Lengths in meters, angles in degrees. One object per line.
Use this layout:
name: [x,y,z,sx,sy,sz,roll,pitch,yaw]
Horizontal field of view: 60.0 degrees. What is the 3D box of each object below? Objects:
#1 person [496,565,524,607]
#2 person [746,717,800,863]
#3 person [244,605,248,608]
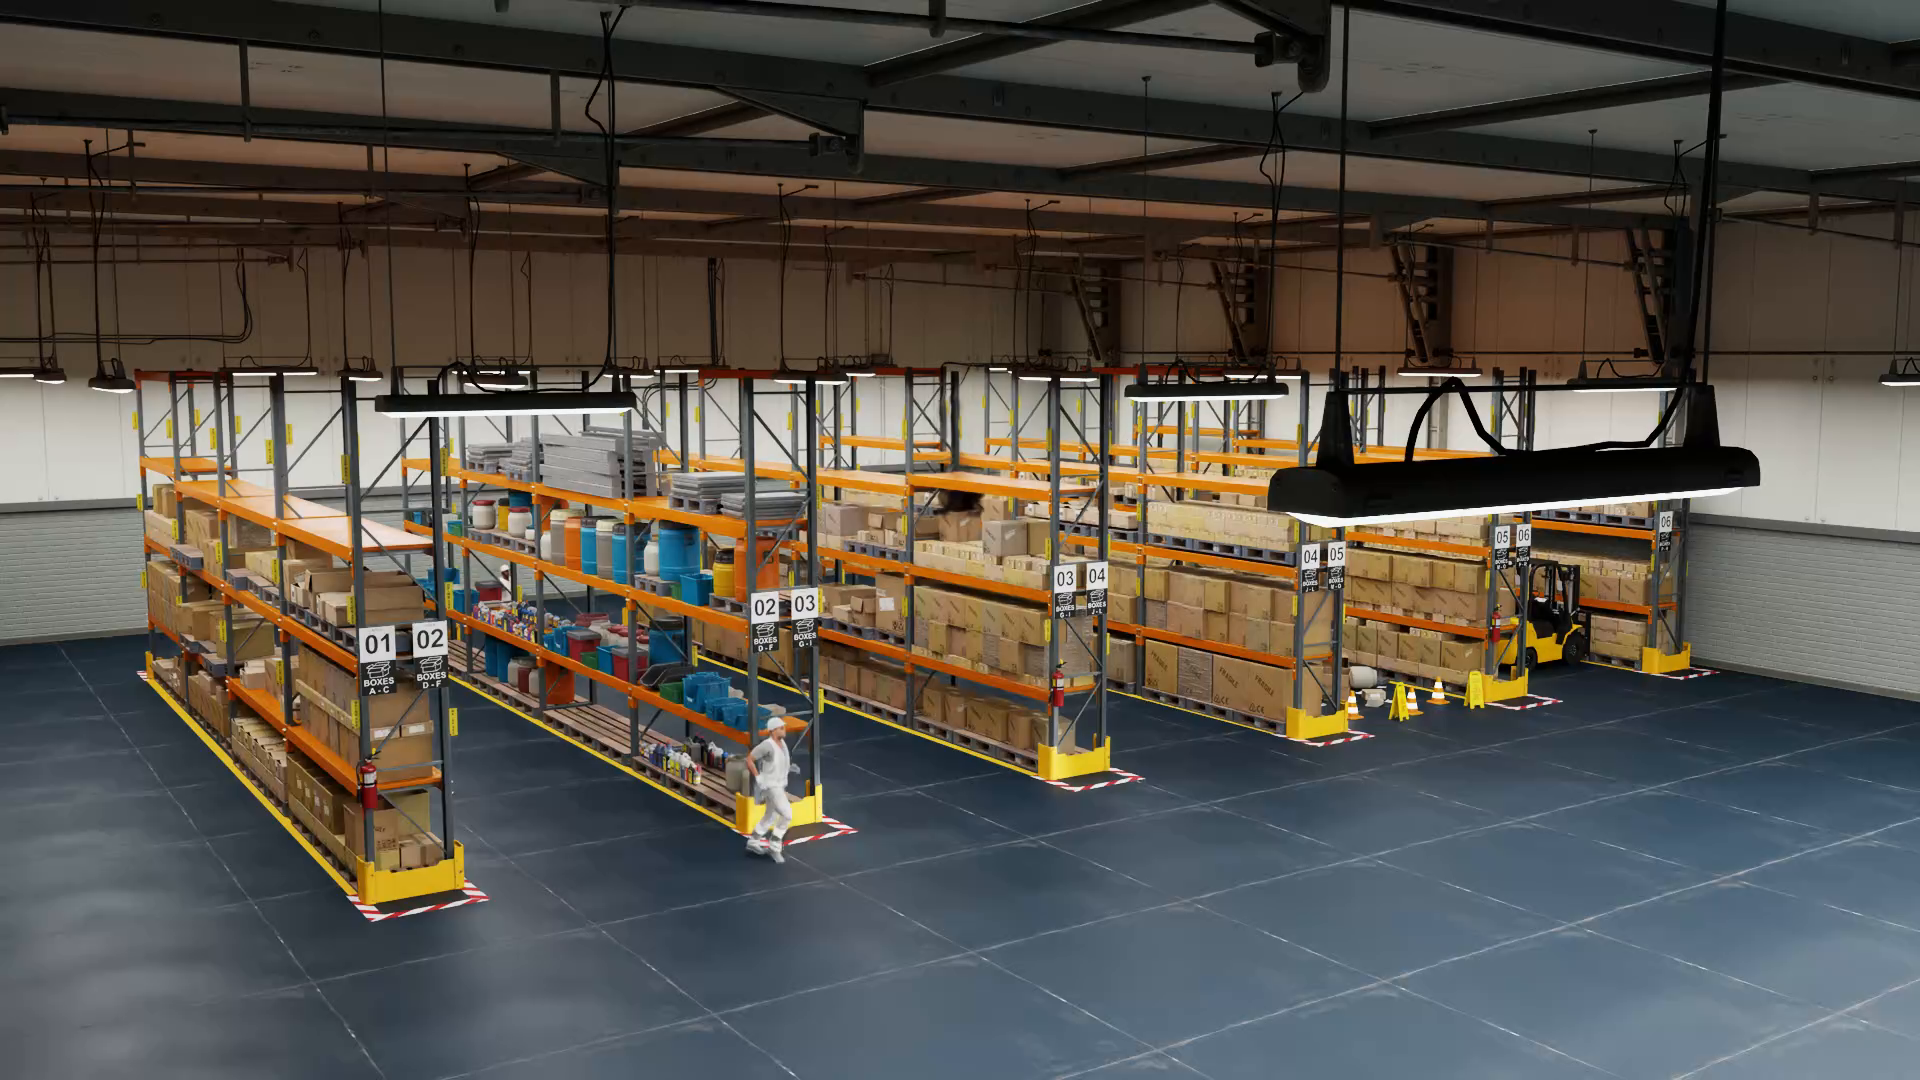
person: [-9.794,1.383,36.299,0.542,1.716,0.737,3,7,22]
person: [-2.347,3.128,20.854,0.713,1.829,0.666,2,7,17]
person: [-14.370,1.682,33.669,0.522,1.738,0.687,2,7,16]
